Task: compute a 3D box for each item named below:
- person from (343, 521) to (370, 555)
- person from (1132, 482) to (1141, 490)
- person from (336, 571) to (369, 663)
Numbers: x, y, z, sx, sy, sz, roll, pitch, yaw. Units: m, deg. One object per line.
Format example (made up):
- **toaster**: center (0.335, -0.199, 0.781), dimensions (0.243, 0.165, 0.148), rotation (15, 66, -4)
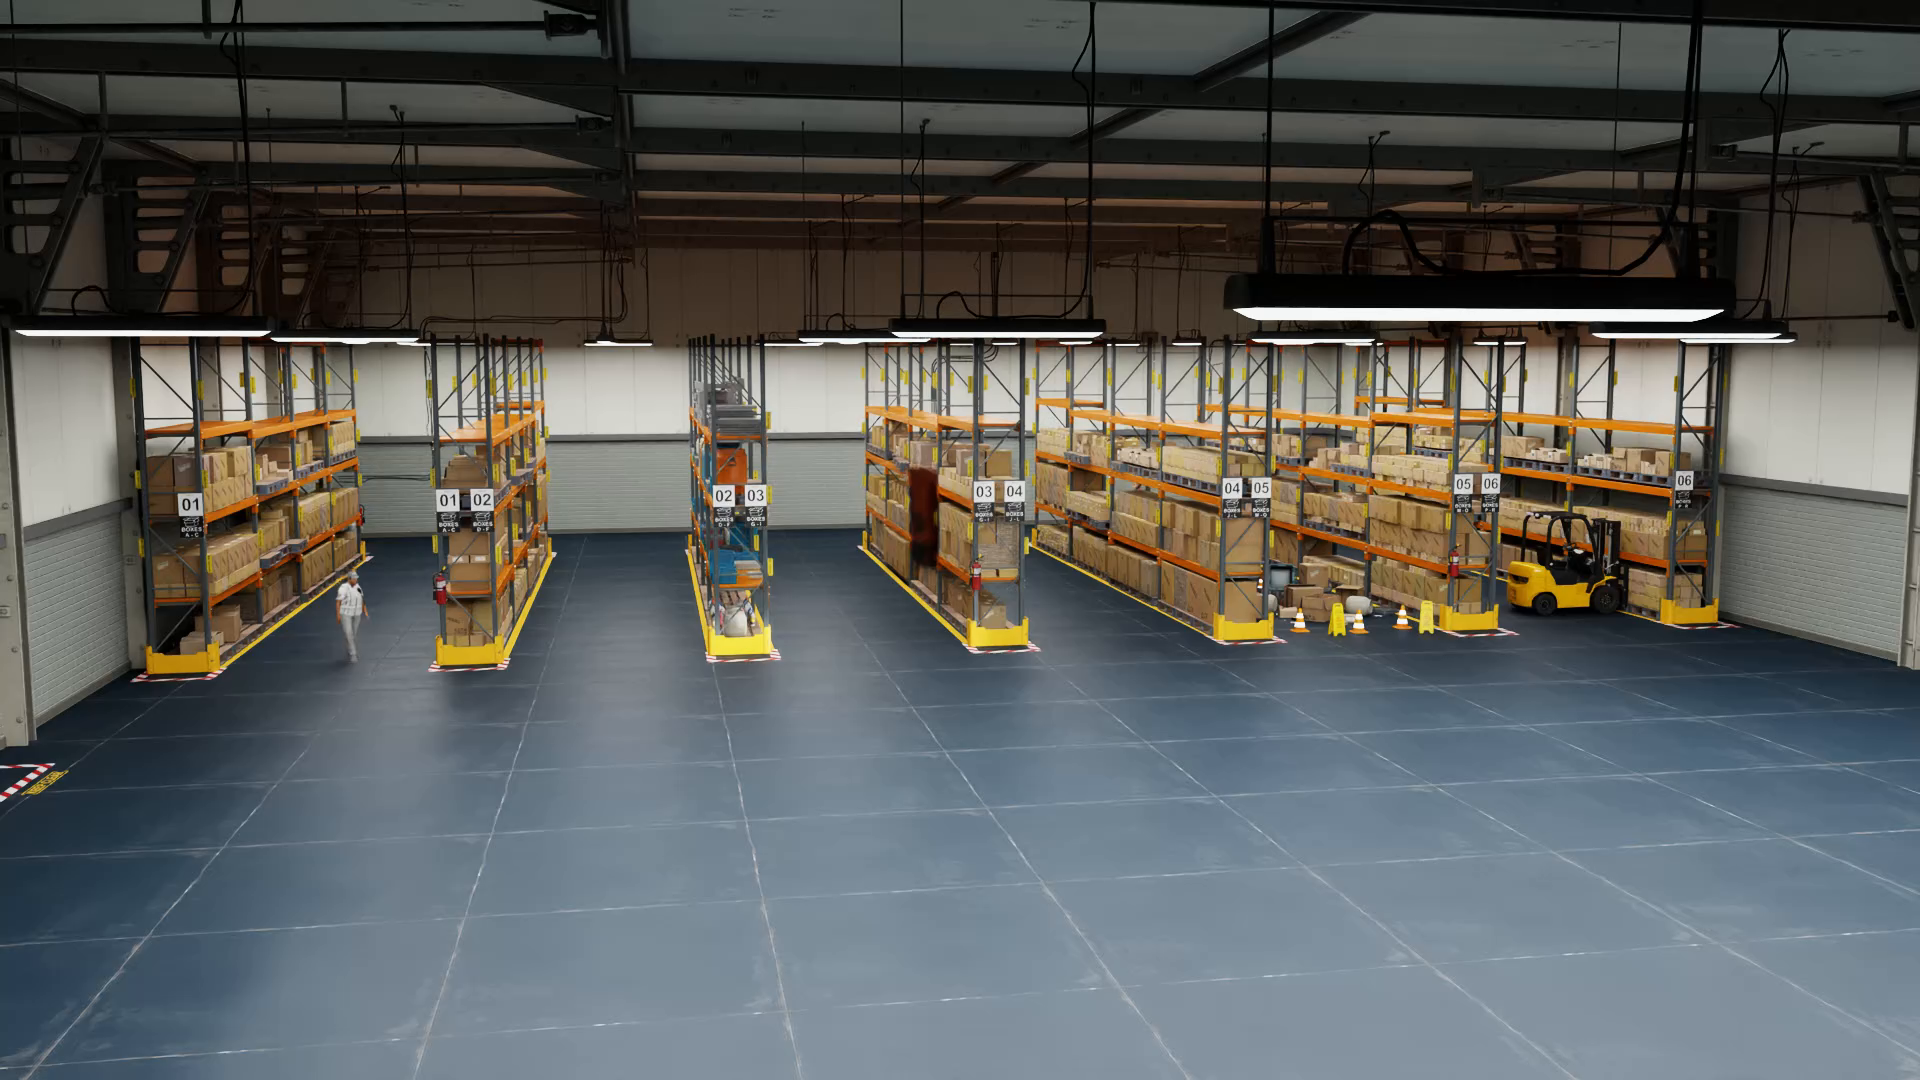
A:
- **person**: center (-16.909, -0.390, 46.333), dimensions (0.970, 1.621, 0.475), rotation (0, 7, -3)
- **person**: center (5.485, -1.022, 51.581), dimensions (0.708, 1.653, 0.445), rotation (-1, 7, -12)
- **person**: center (-11.271, 1.390, 30.805), dimensions (0.551, 1.647, 0.932), rotation (-6, 9, -43)
